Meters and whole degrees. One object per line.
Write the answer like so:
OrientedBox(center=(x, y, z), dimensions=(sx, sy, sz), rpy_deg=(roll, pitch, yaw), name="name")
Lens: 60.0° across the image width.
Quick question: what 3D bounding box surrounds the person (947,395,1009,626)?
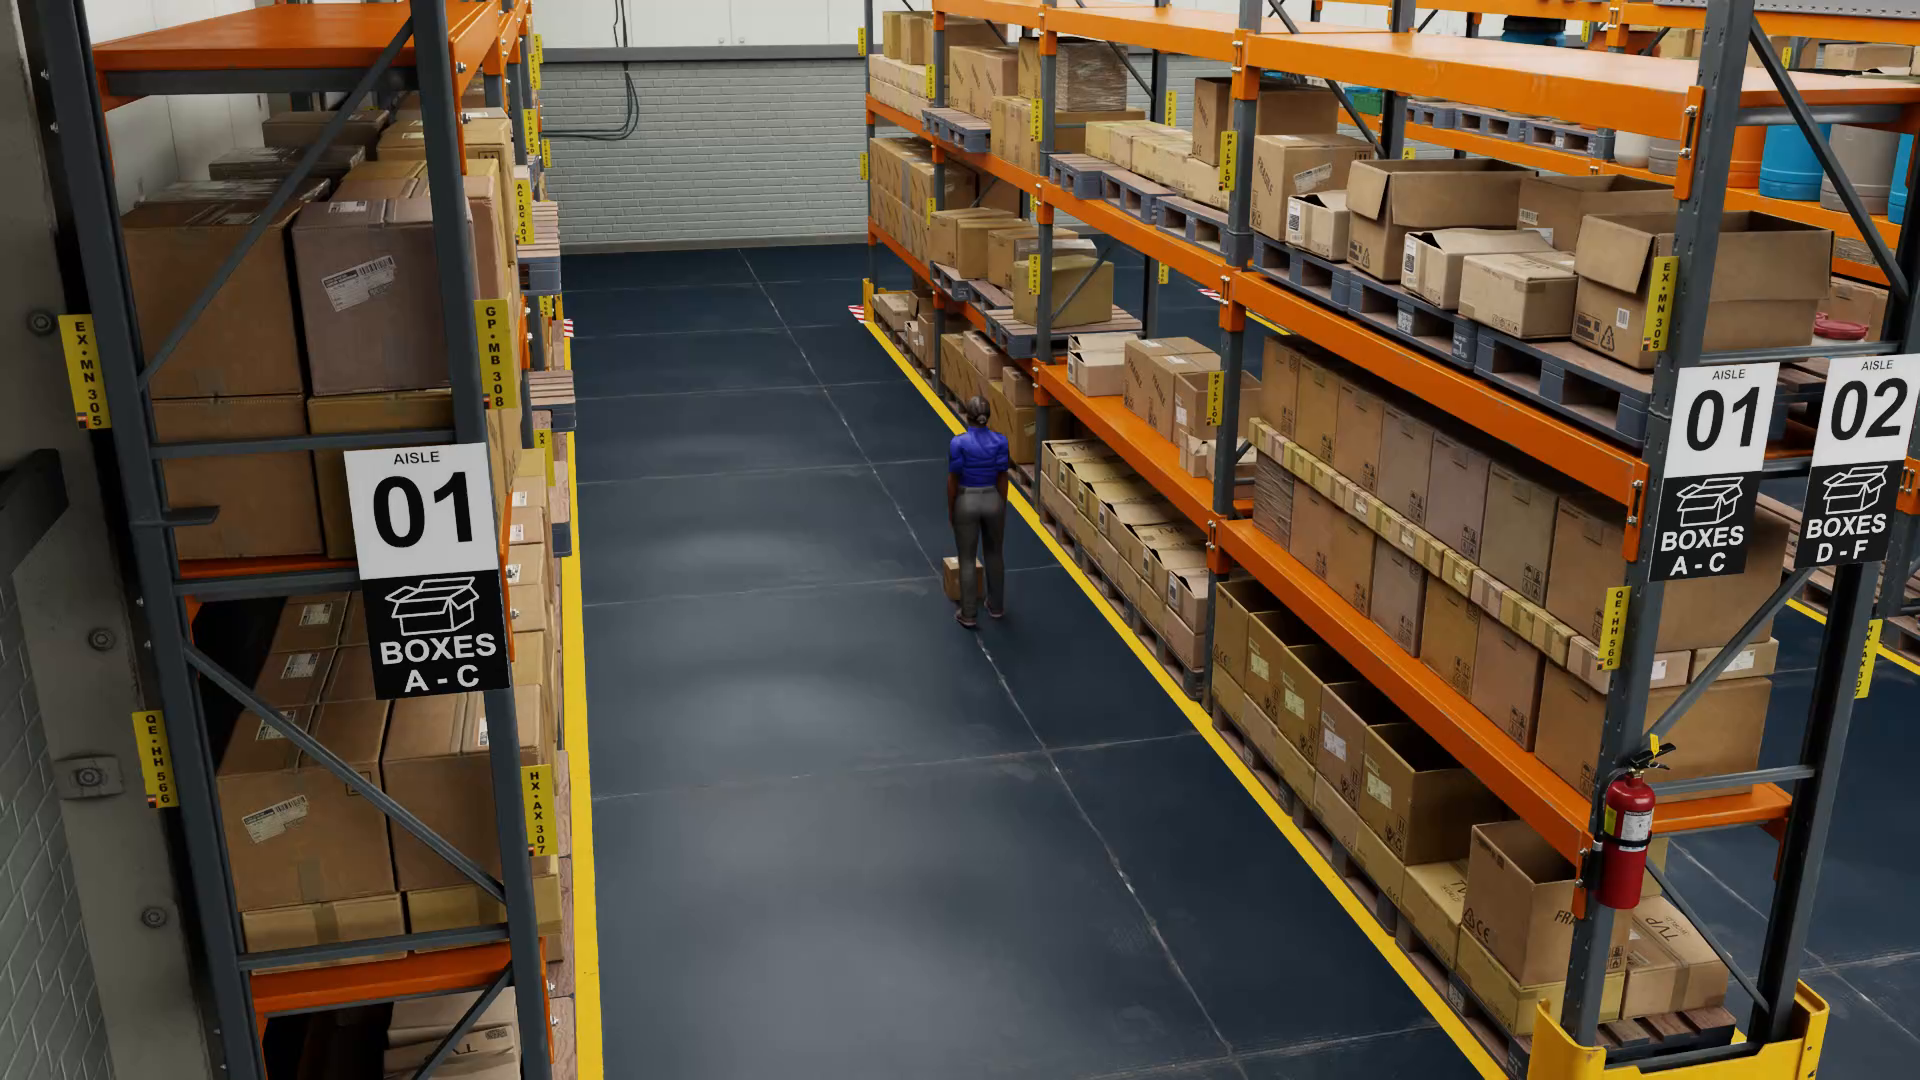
OrientedBox(center=(0.117, -0.221, 11.706), dimensions=(0.434, 1.661, 0.425), rpy_deg=(-4, 20, -11), name="person")
